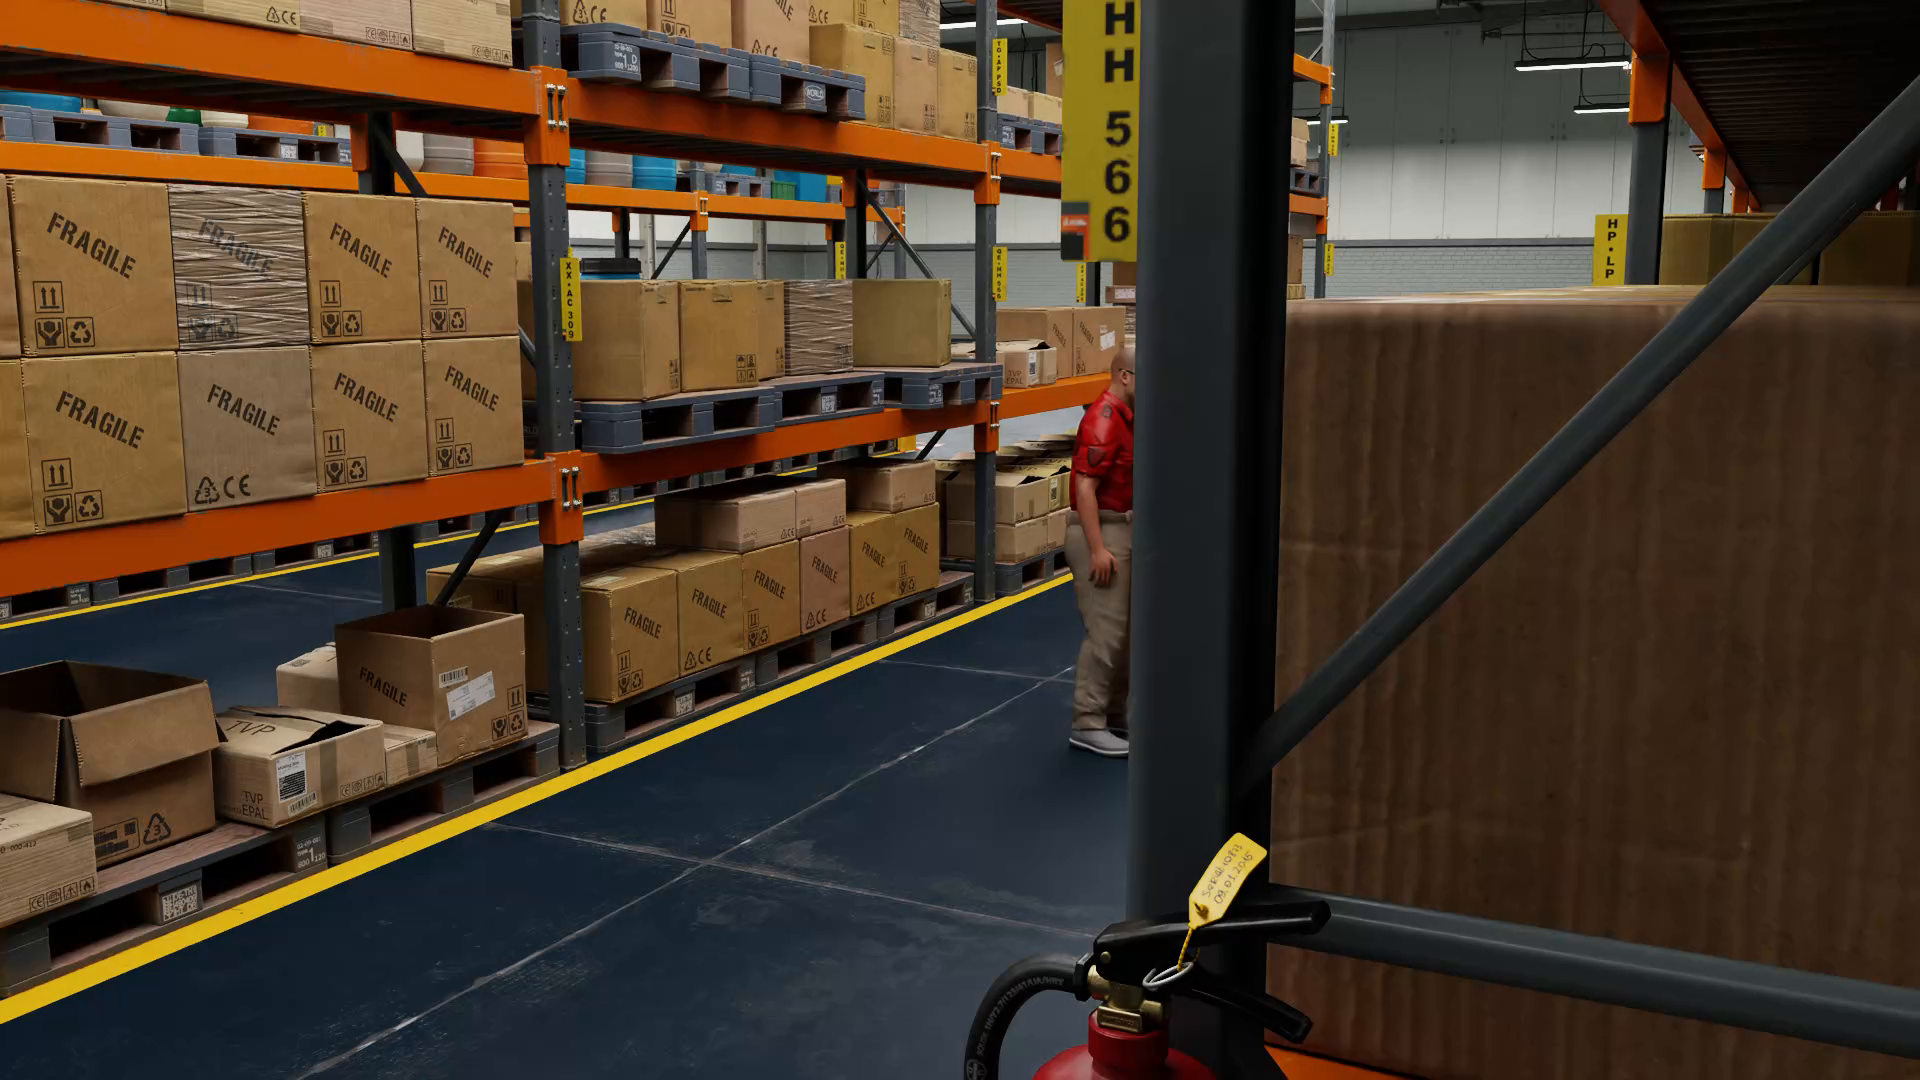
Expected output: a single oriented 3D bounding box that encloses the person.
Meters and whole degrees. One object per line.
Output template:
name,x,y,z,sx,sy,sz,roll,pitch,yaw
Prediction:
person,0.673,0.027,7.240,0.393,1.725,0.597,4,10,23
